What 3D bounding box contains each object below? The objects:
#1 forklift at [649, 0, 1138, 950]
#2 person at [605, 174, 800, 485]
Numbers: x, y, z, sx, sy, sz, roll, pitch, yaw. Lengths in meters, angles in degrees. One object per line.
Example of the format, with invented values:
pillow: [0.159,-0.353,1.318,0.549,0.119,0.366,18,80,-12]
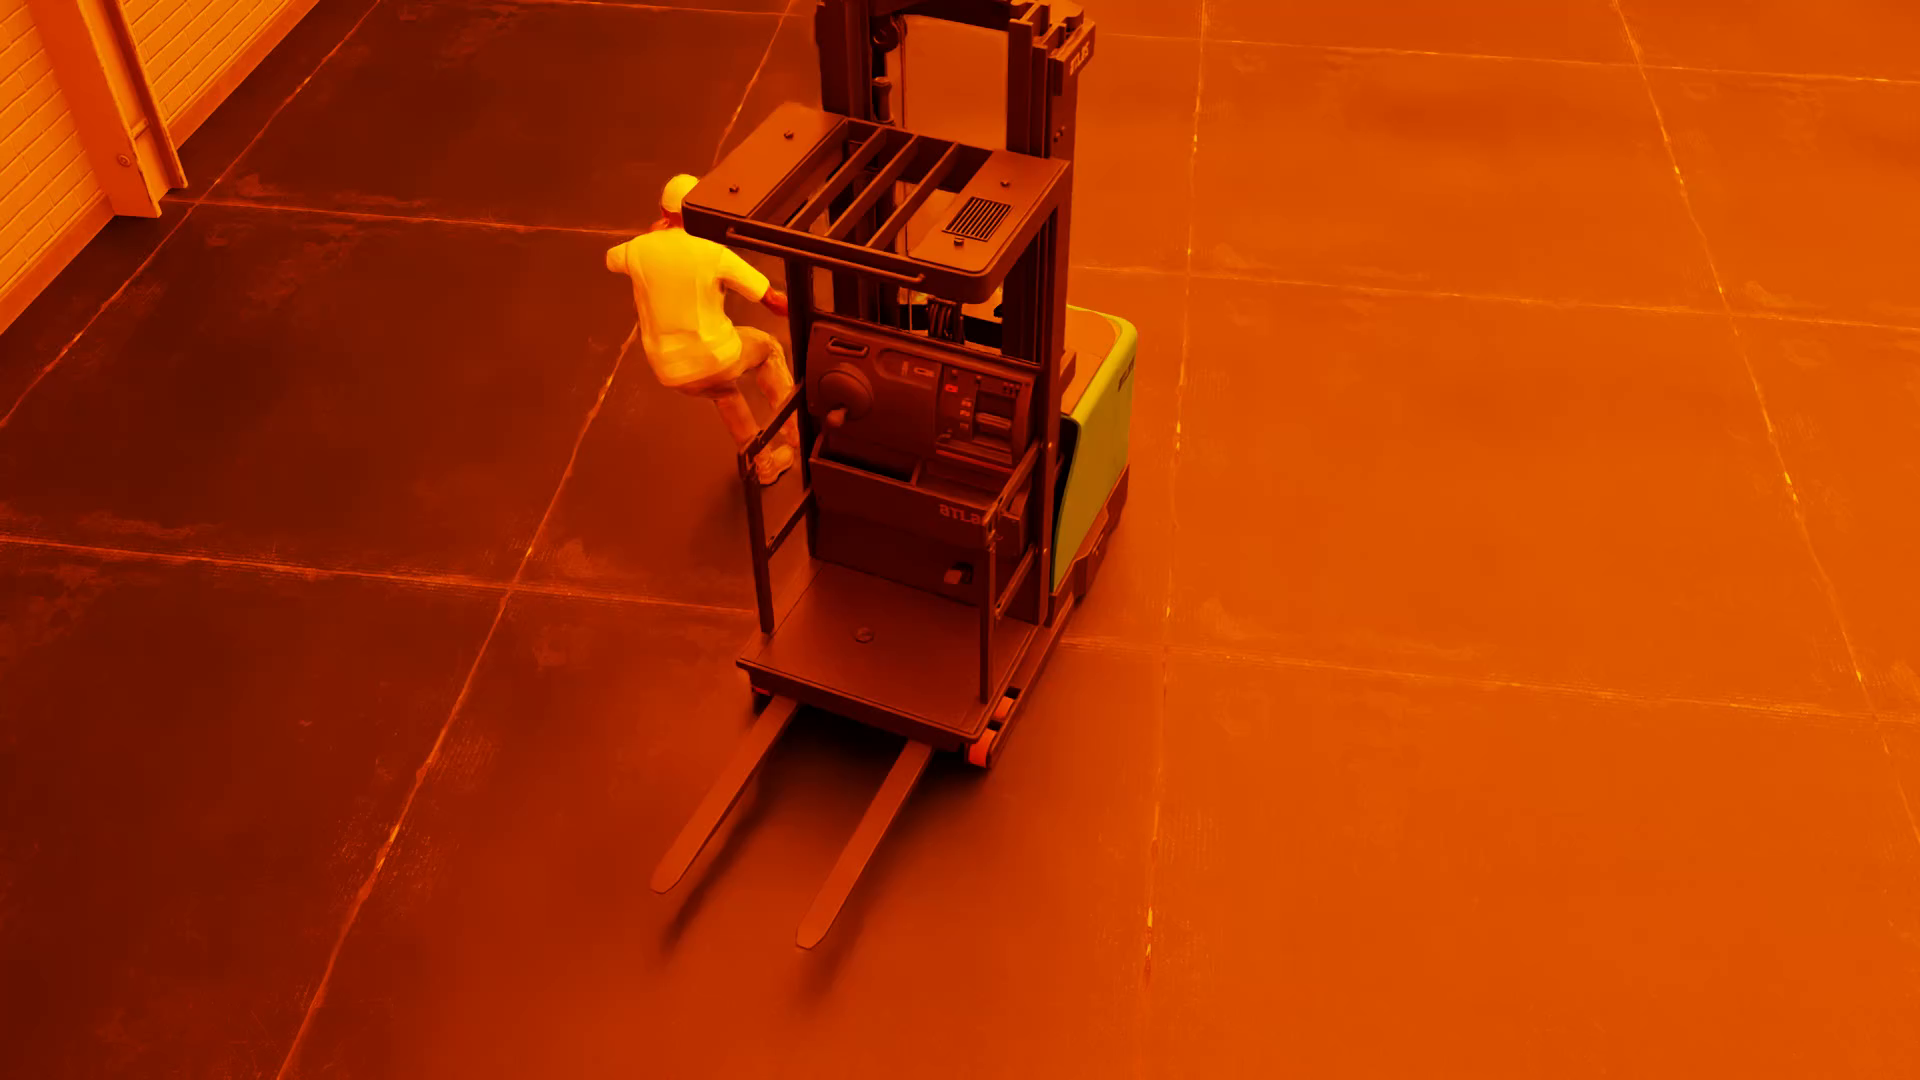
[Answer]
forklift: [-0.245,-0.474,6.241,1.130,2.935,3.031,16,45,17]
person: [-1.122,-1.046,7.922,1.089,1.519,0.928,-1,43,-2]
